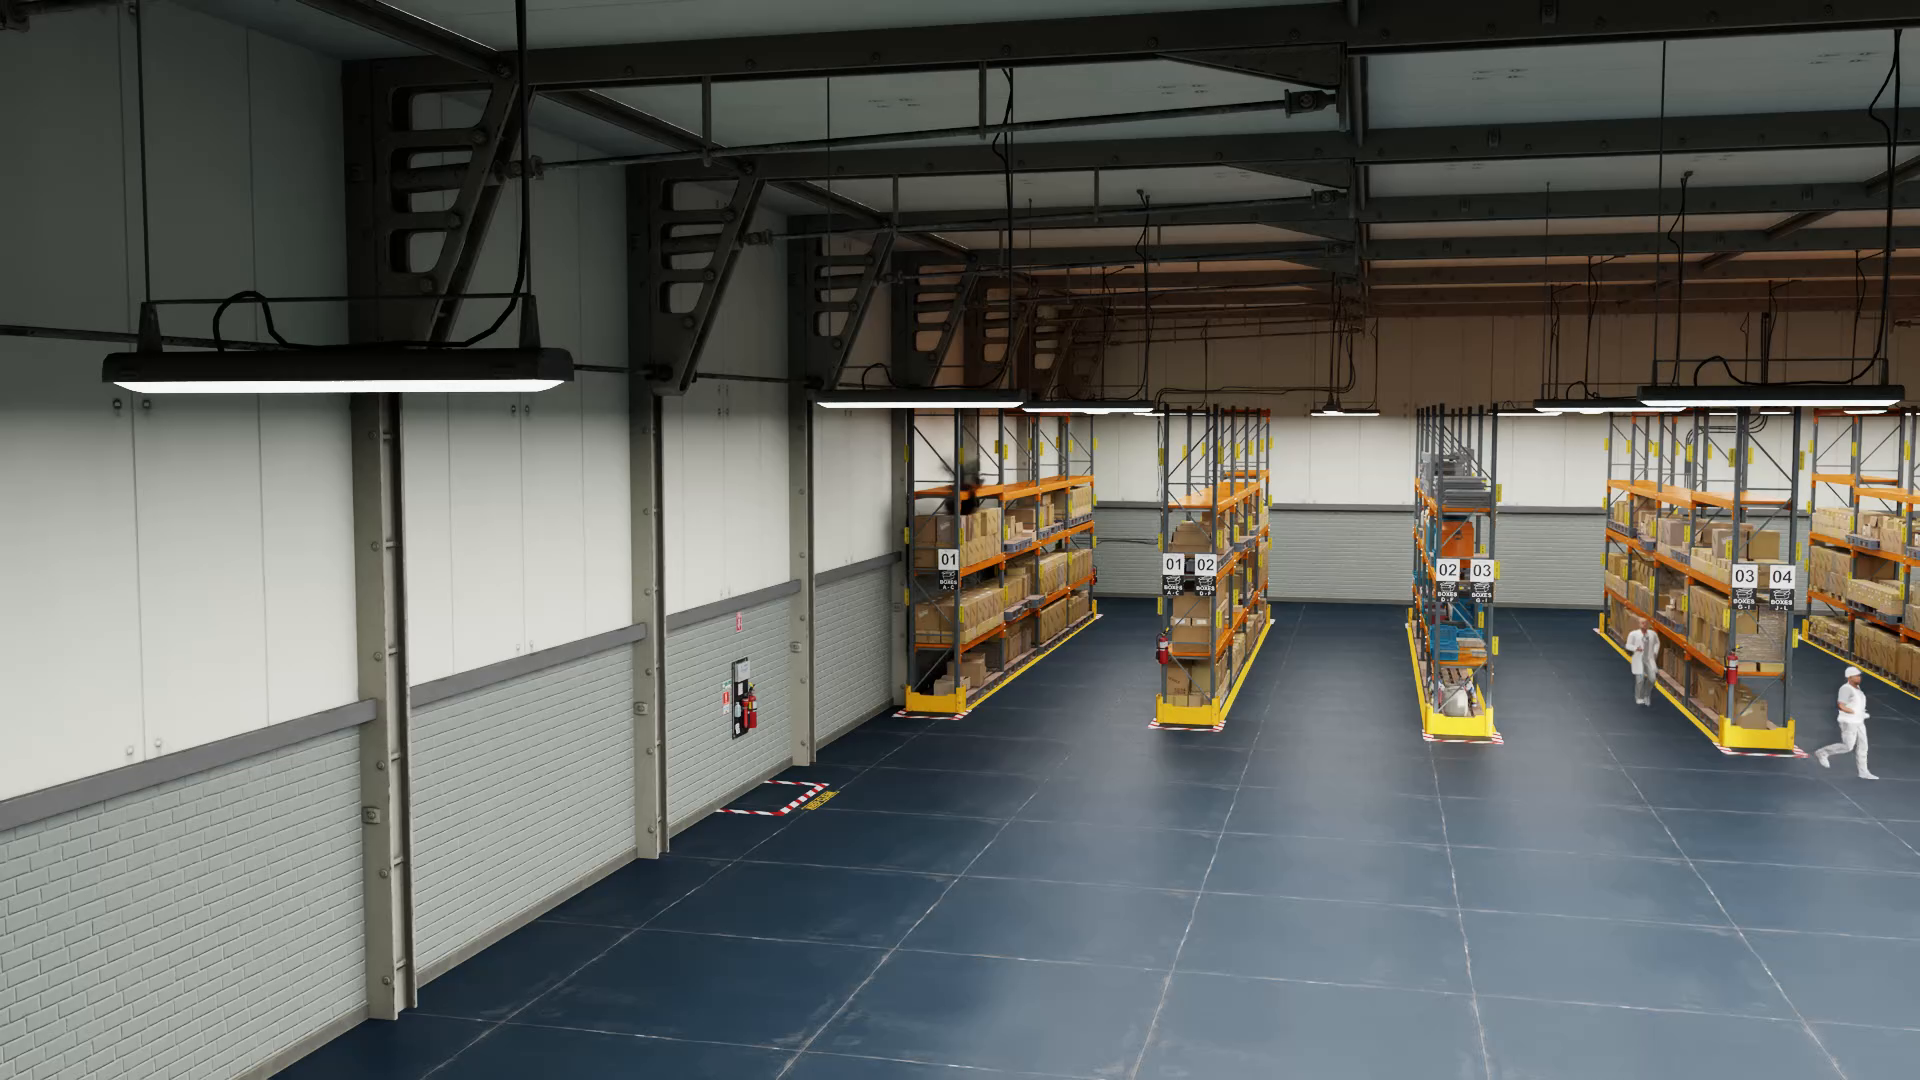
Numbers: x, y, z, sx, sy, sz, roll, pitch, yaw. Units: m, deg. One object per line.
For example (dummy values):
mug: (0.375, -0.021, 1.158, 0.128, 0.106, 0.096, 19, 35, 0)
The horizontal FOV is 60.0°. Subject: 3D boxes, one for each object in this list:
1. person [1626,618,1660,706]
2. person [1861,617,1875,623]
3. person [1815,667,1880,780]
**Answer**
person: (13.620, 2.439, 33.082, 0.690, 1.768, 0.682, 1, 4, 9)
person: (23.883, 1.750, 43.607, 0.615, 1.623, 0.533, -1, 4, -16)
person: (14.189, 2.903, 26.526, 0.696, 1.777, 0.942, -4, 6, -42)
